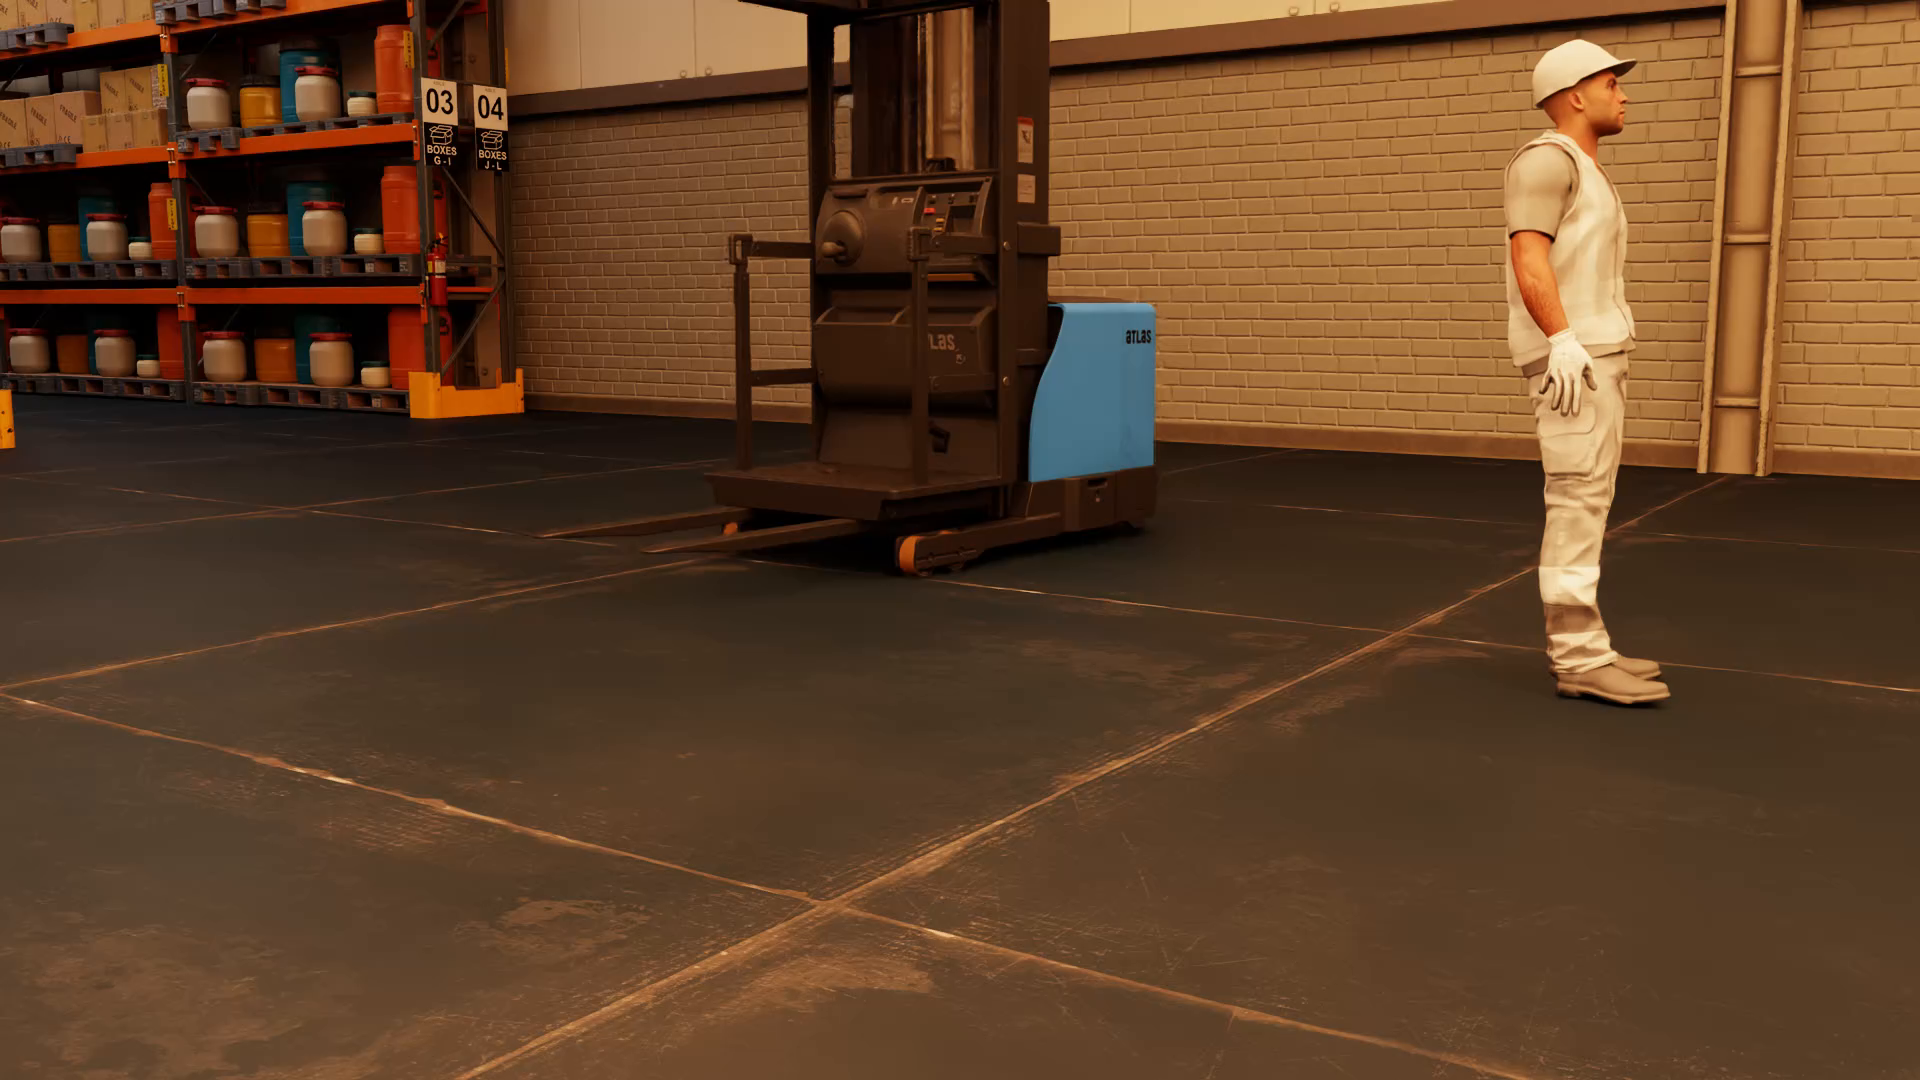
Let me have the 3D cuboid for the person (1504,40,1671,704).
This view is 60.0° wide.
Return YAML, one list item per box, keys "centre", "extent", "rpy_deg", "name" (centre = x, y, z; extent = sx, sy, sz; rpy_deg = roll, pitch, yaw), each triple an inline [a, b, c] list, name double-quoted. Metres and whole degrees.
- centre: [1.789, -0.485, 4.637]
  extent: [0.536, 1.792, 0.635]
  rpy_deg: [5, 10, 32]
  name: "person"

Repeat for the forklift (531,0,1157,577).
- centre: [-0.377, -1.383, 6.921]
  extent: [1.130, 2.935, 3.031]
  rpy_deg: [6, 10, 38]
  name: "forklift"
